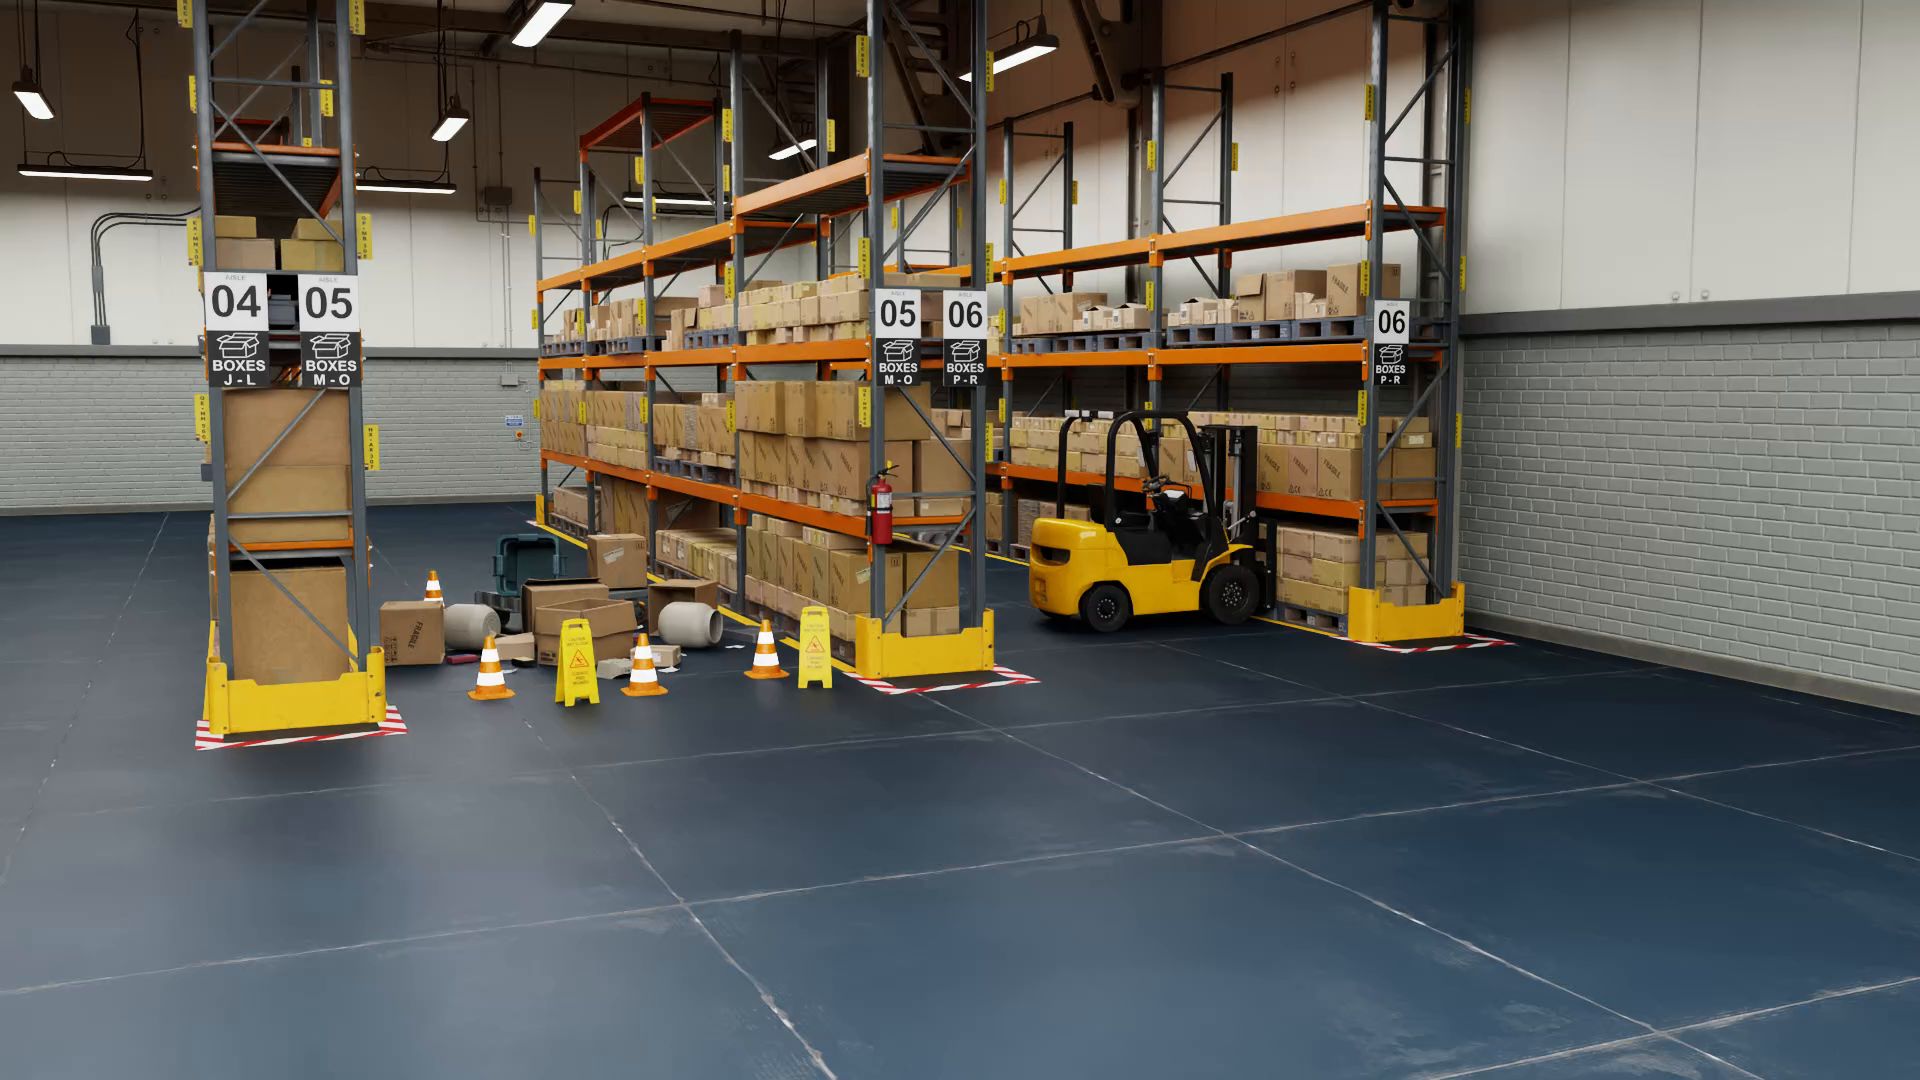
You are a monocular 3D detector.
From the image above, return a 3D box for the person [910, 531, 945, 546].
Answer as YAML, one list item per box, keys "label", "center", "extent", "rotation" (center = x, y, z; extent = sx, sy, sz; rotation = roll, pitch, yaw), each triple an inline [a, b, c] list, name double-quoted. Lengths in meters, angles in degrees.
- label: "person"
  center: [-0.360, -0.113, 18.048]
  extent: [0.514, 1.641, 0.905]
  rotation: [-5, 7, -40]
